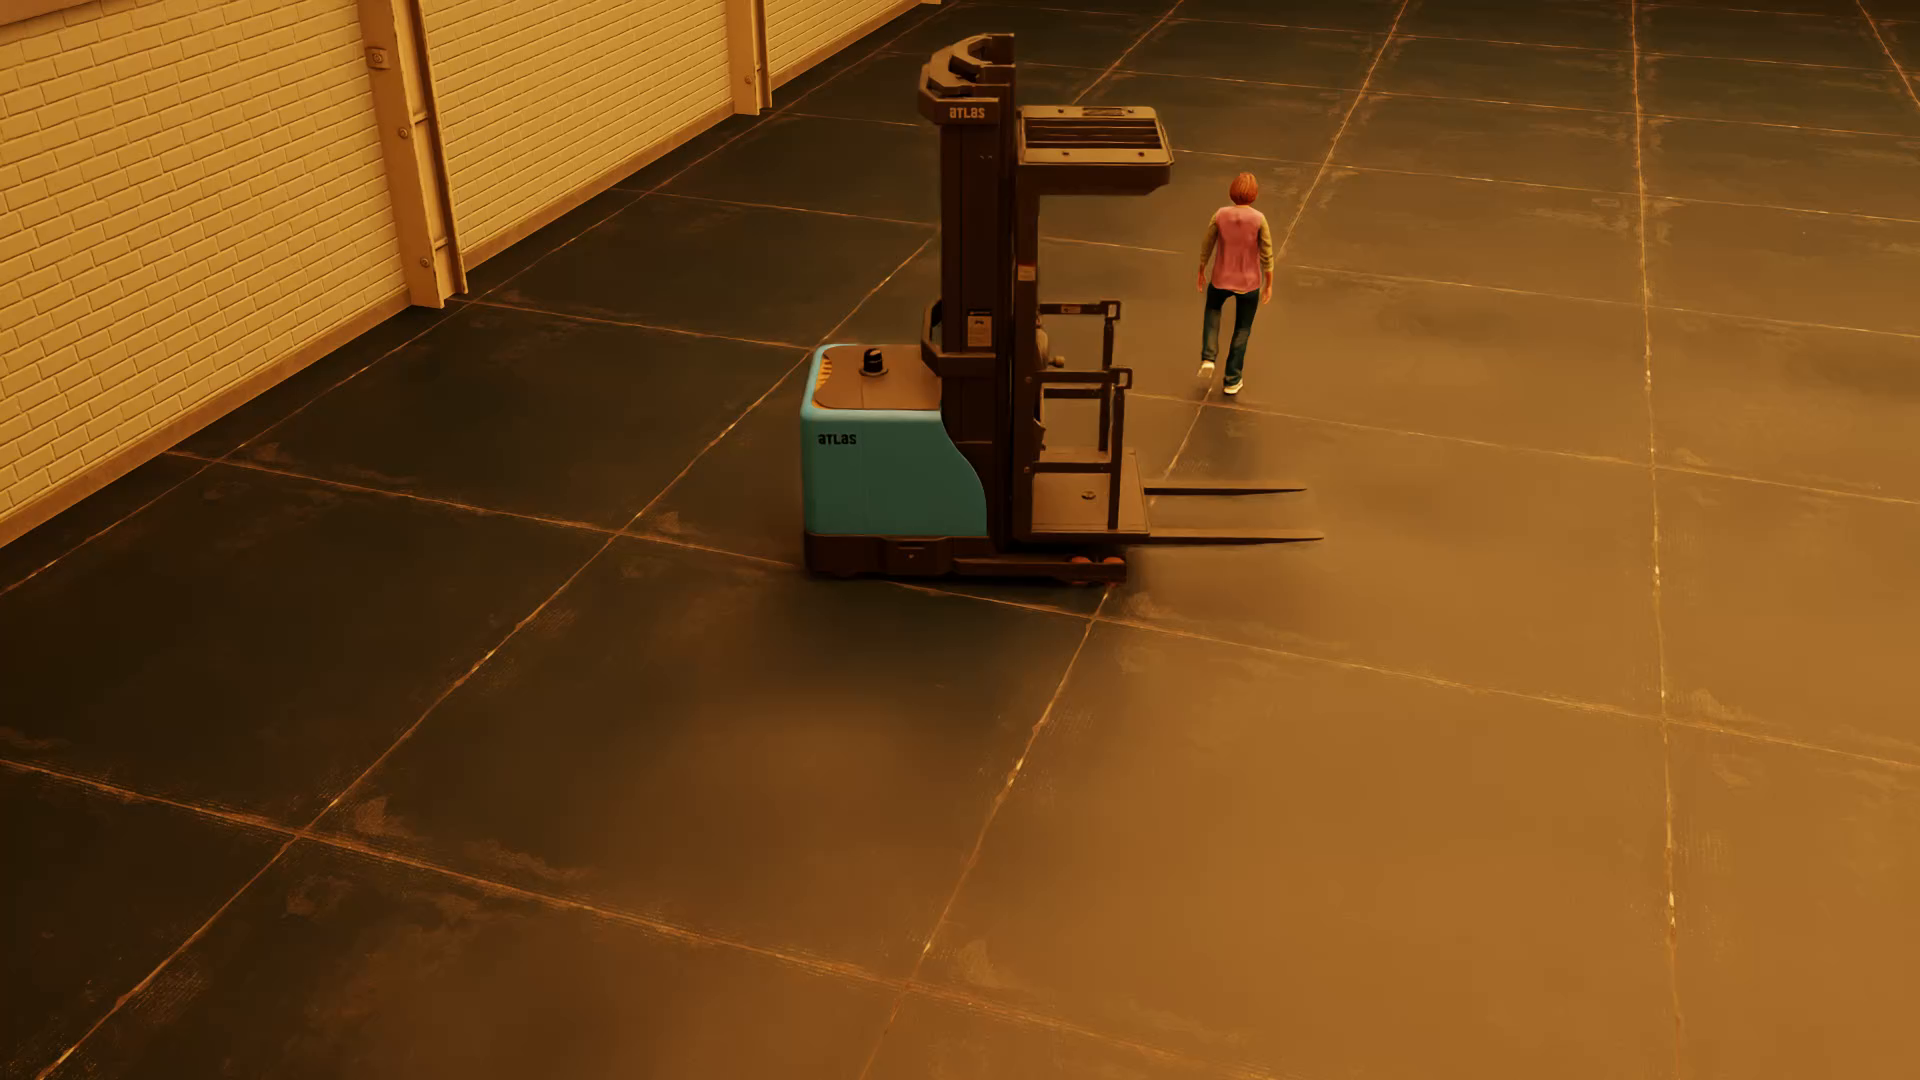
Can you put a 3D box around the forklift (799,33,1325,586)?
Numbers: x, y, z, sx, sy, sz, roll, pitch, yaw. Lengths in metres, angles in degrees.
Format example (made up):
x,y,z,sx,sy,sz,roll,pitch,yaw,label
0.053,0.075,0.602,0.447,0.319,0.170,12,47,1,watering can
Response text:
x,y,z,sx,sy,sz,roll,pitch,yaw,label
0.615,-1.274,9.371,3.031,2.935,1.130,1,30,1,forklift

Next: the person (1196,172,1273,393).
x,y,z,sx,sy,sz,roll,pitch,yaw,label
1.933,-1.817,11.694,0.534,1.578,0.425,8,31,14,person
